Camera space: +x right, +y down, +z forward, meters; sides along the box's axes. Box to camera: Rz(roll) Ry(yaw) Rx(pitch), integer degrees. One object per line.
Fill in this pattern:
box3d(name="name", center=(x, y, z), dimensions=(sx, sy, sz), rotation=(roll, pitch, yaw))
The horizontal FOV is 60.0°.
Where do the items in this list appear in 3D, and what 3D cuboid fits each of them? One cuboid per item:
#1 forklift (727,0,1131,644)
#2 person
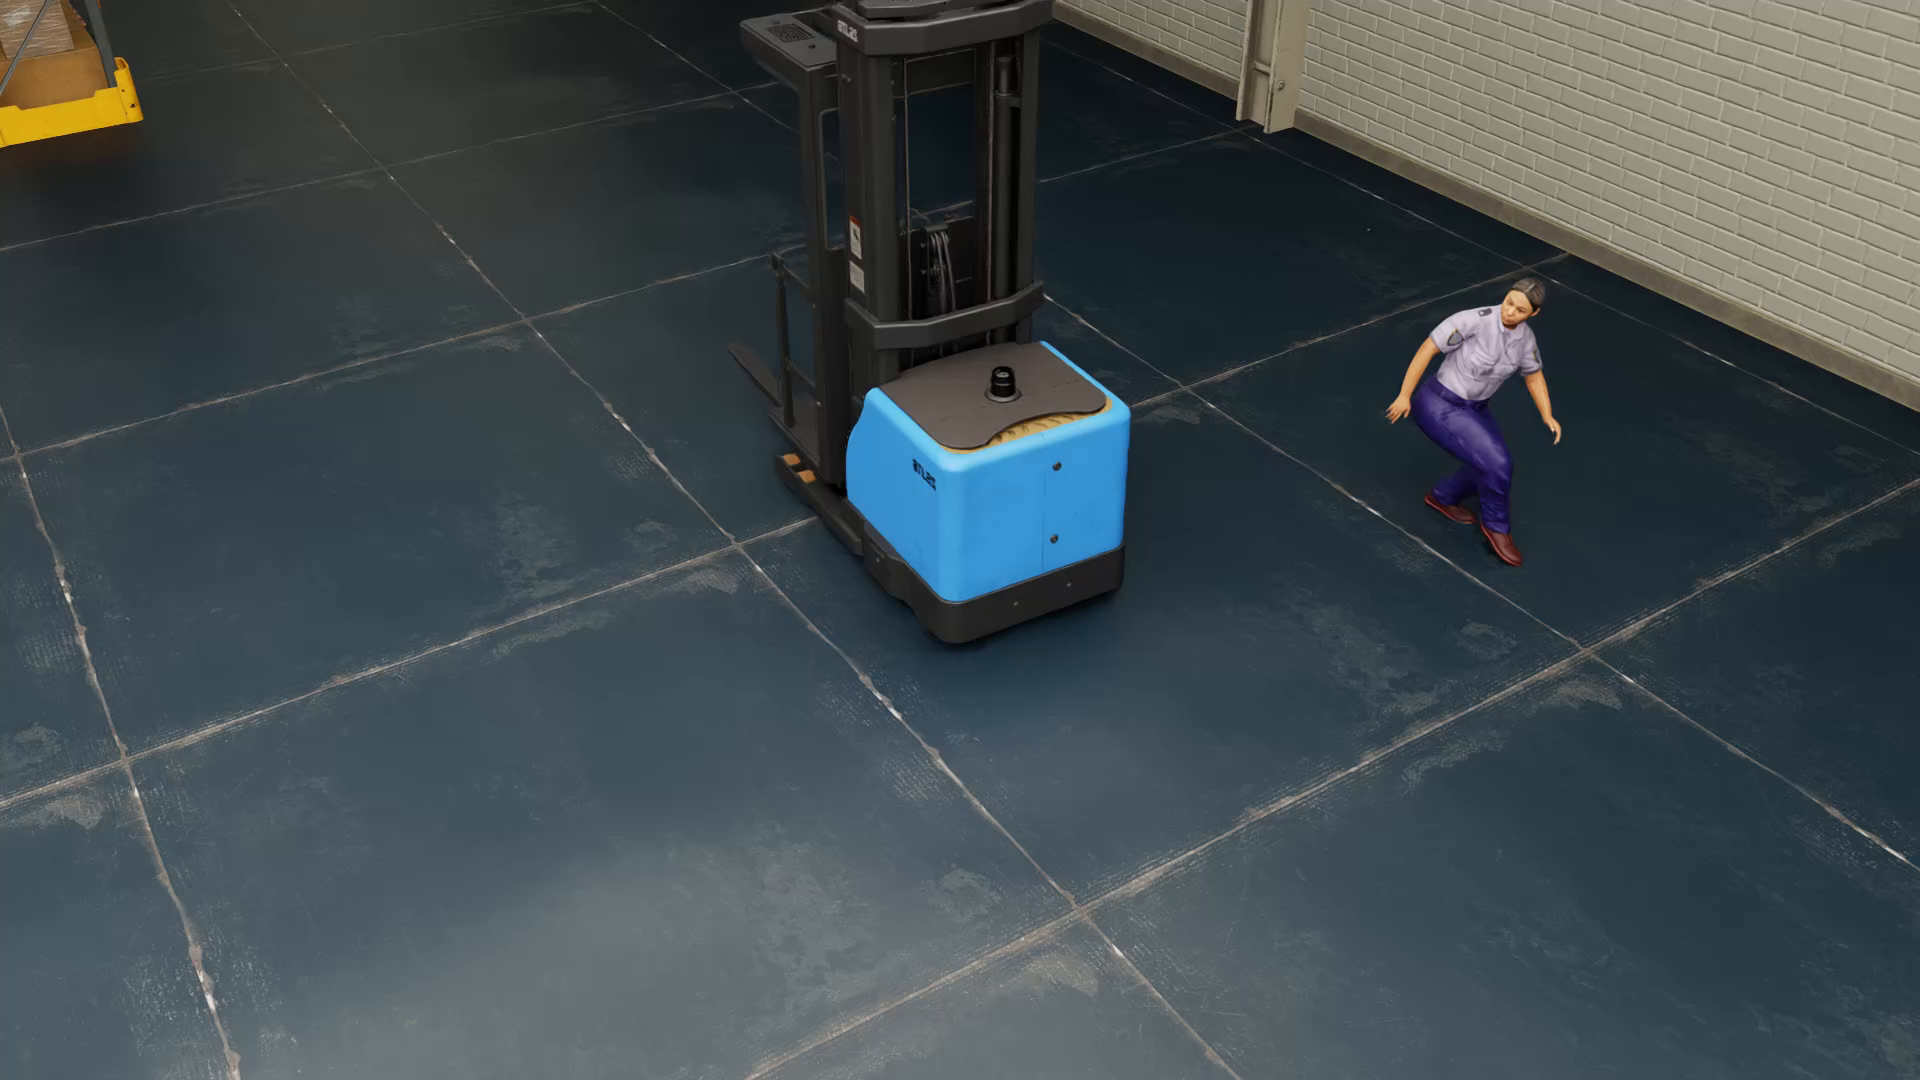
box3d(name="forklift", center=(-0.357, -1.531, 8.327), dimensions=(1.130, 2.935, 3.031), rotation=(-18, 39, -24))
box3d(name="person", center=(2.618, -0.603, 8.304), dimensions=(0.703, 1.473, 0.729), rotation=(-26, 43, -32))
